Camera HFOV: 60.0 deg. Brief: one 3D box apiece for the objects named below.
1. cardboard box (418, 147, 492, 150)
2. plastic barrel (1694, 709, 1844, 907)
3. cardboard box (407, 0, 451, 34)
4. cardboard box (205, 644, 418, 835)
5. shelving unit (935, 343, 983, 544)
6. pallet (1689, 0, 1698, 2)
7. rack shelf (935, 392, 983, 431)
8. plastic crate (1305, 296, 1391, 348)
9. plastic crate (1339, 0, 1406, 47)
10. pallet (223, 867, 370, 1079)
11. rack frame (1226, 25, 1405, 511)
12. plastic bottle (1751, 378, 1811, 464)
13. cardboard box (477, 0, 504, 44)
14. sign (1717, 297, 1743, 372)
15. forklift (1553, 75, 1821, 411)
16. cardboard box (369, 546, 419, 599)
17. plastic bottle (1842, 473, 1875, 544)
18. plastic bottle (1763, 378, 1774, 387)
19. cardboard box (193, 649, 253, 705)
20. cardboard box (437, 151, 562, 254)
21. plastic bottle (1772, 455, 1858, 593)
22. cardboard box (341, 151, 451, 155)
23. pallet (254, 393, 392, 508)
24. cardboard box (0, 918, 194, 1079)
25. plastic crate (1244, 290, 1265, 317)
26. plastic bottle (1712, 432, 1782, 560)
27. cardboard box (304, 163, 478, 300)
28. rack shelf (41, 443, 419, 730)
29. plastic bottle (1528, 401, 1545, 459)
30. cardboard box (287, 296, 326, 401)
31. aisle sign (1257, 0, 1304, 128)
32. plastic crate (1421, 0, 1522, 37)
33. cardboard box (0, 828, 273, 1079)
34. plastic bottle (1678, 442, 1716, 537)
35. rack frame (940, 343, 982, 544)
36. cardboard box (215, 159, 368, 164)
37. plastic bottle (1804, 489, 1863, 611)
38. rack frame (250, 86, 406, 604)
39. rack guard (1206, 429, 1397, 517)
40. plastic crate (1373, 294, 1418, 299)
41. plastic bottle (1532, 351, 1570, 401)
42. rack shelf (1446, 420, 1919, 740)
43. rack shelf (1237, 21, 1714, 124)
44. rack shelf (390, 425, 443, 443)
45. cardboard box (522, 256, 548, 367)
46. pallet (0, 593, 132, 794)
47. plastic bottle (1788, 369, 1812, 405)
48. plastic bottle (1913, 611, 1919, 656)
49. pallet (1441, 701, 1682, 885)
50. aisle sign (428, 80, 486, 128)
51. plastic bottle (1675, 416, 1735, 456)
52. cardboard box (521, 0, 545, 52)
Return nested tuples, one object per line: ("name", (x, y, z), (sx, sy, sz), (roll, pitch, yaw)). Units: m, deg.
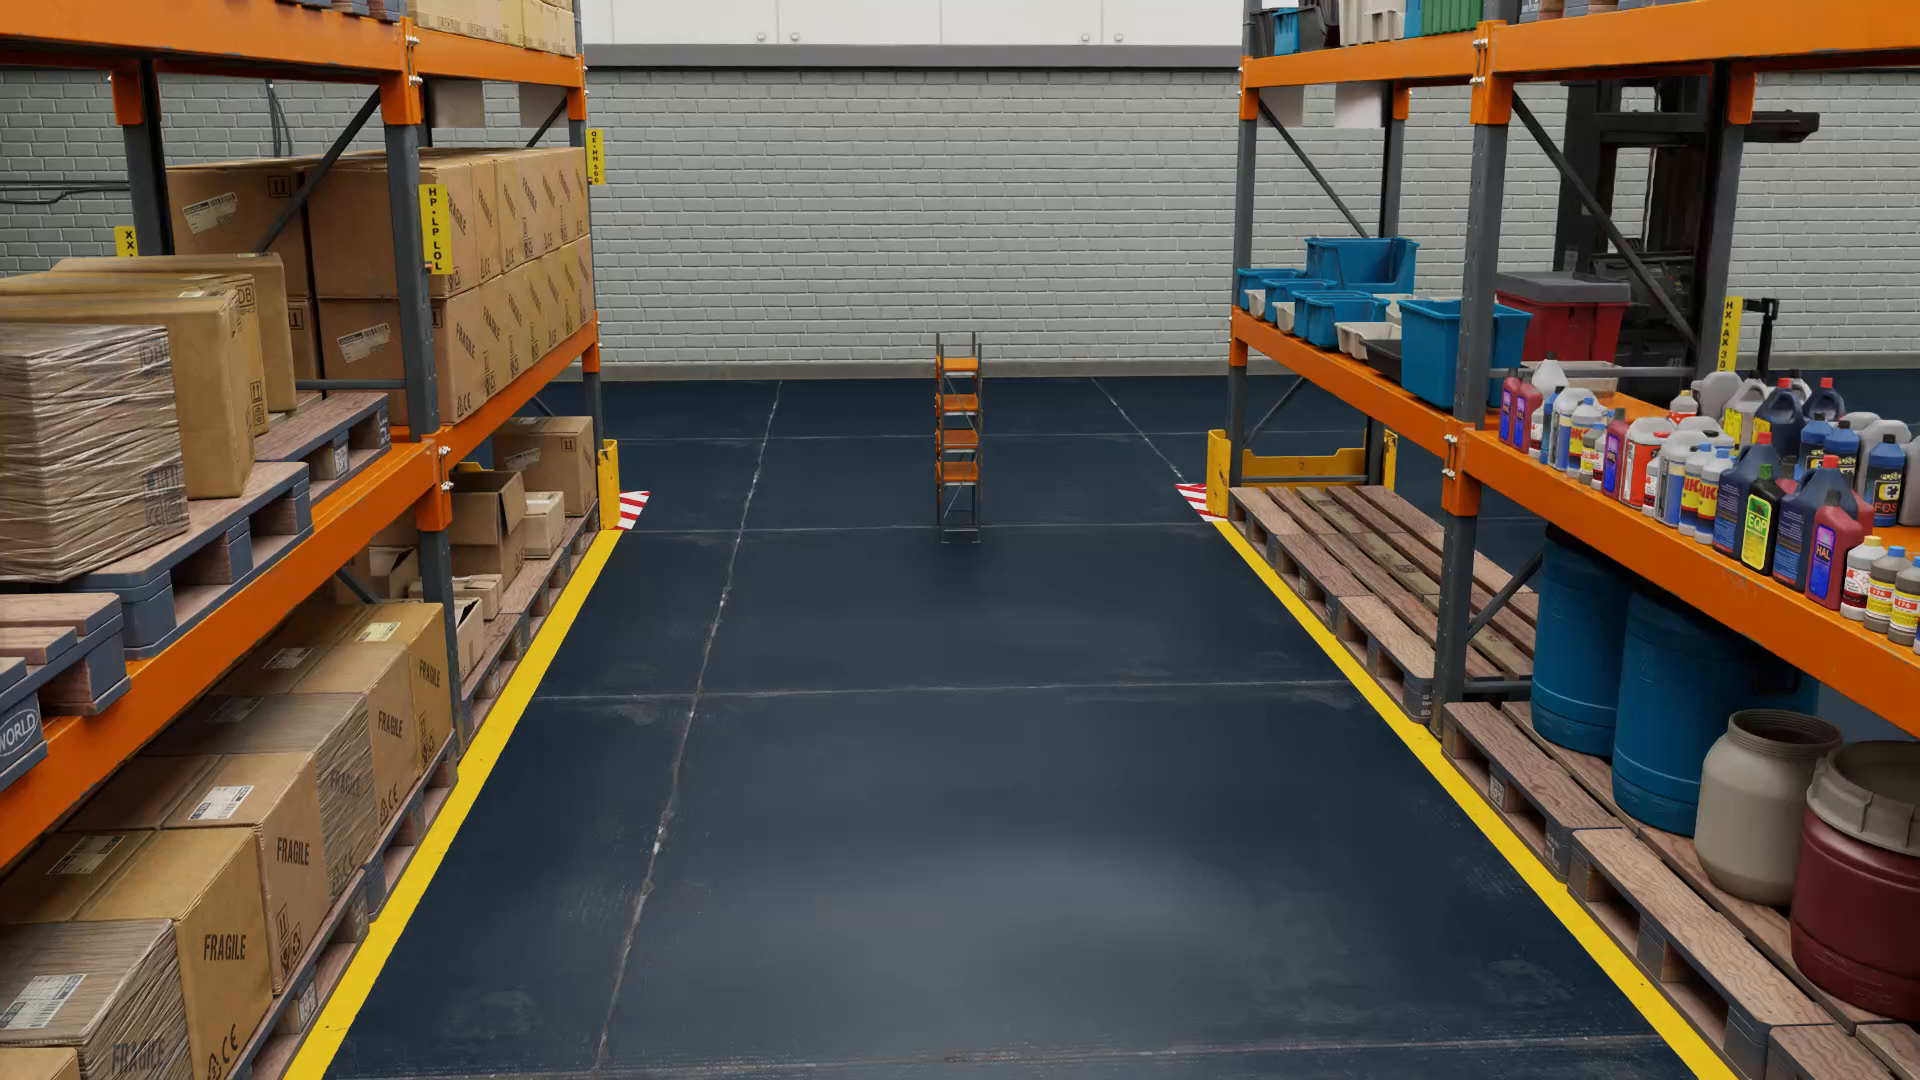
("cardboard box", (-2.969, -1.988, 9.524), (0.500, 0.500, 0.500), (0, 14, -2))
("plastic barrel", (2.465, 0.805, 5.028), (0.421, 0.512, 0.421), (0, 14, 0))
("cardboard box", (-2.269, -2.079, 6.369), (0.500, 0.250, 0.500), (-1, 14, -3))
("cardboard box", (-2.147, 0.664, 5.558), (0.500, 0.500, 0.500), (-1, 14, -3))
("shelving unit", (-0.010, -0.622, 10.035), (0.258, 1.200, 0.499), (-1, 14, -3))
("pallet", (2.678, -1.536, 4.335), (1.003, 0.211, 1.213), (-1, 14, -3))
("rack shelf", (-0.010, -0.774, 9.998), (0.258, 0.148, 0.480), (-1, 14, -3))
("plastic crate", (1.998, -1.124, 8.592), (0.416, 0.233, 0.300), (-1, 14, -3))
("plastic crate", (2.040, -2.484, 7.880), (0.437, 0.282, 0.530), (-1, 14, -3))
("pallet", (-2.319, 1.282, 4.621), (1.003, 0.211, 1.213), (-1, 14, -3))
("rack frame", (2.211, -1.645, 10.399), (1.000, 3.000, 0.127), (-1, 14, -3))
("plastic bottle", (2.710, -0.354, 5.483), (0.144, 0.351, 0.185), (-1, 14, -3))
("cardboard box", (-2.325, -2.328, 7.336), (0.500, 0.250, 0.500), (-1, 14, -3))
("sign", (3.008, -0.792, 6.530), (0.100, 0.325, 0.005), (-1, 14, -3))
("forklift", (4.556, -1.647, 10.545), (1.130, 2.935, 3.031), (-5, 15, -18))
("cardboard box", (-2.850, 0.191, 7.778), (0.500, 0.311, 0.500), (-1, 14, -3))
("plastic bottle", (2.317, -0.025, 4.339), (0.061, 0.283, 0.133), (-1, 14, -3))
("plastic bottle", (2.866, -0.444, 5.965), (0.061, 0.283, 0.133), (-1, 14, -3))
("cardboard box", (-2.655, 0.680, 5.499), (0.500, 0.500, 0.500), (-1, 14, -3))
("cardboard box", (-2.362, -1.741, 8.566), (0.500, 0.500, 0.500), (0, 14, -2))
("plastic bottle", (2.216, -0.050, 4.299), (0.144, 0.351, 0.185), (-1, 14, -3))
("cardboard box", (-2.903, -1.733, 8.535), (0.500, 0.500, 0.500), (-1, 14, -3))
("pallet", (-2.545, -0.281, 5.484), (1.003, 0.211, 1.213), (-1, 14, -3))
("cardboard box", (-2.019, 1.170, 3.592), (0.500, 0.500, 0.500), (-1, 14, -5))
("plastic crate", (1.835, -1.399, 9.851), (0.250, 0.136, 0.298), (-1, 14, -3))
("plastic bottle", (2.197, -0.129, 4.607), (0.144, 0.351, 0.185), (-1, 14, -3))
("cardboard box", (-2.234, -1.229, 6.575), (0.500, 0.500, 0.500), (-1, 14, -2))
("rack shelf", (-2.362, 0.142, 4.363), (0.919, 0.052, 3.809), (-1, 14, -3))
("plastic bottle", (2.089, -0.394, 5.938), (0.097, 0.201, 0.097), (0, 14, 0))
("cardboard box", (-2.773, -0.743, 6.695), (0.500, 0.500, 0.500), (-1, 14, -3))
("aisle sign", (1.910, -2.917, 10.127), (0.394, 0.787, 0.004), (-1, 14, -3))
("plastic crate", (2.131, -2.101, 6.577), (0.450, 0.188, 0.662), (-1, 14, -3))
("cardboard box", (-2.250, 1.339, 2.833), (1.136, 0.551, 3.017), (-1, 14, -5))
("plastic bottle", (2.159, -0.149, 4.846), (0.097, 0.271, 0.097), (0, 14, 0))
("rack frame", (0.005, -0.562, 9.801), (0.240, 1.200, 0.015), (-1, 14, -3))
("cardboard box", (-2.810, -1.356, 7.071), (0.500, 0.500, 0.500), (-1, 14, -5))
("plastic bottle", (2.185, 0.023, 4.151), (0.061, 0.283, 0.133), (-1, 14, -3))
("rack frame", (-2.489, -0.574, 6.239), (0.949, 2.616, 0.053), (-1, 14, -3))
("rack guard", (2.196, -0.440, 10.733), (1.175, 0.500, 0.348), (-1, 14, -3))
("plastic crate", (2.442, -1.346, 9.647), (0.396, 0.136, 0.243), (-1, 14, -3))
("plastic bottle", (2.159, -0.524, 6.140), (0.144, 0.351, 0.185), (-1, 14, -3))
("rack shelf", (2.582, 0.196, 4.689), (1.077, 0.370, 4.000), (-1, 14, -3))
("rack shelf", (2.335, -2.252, 8.182), (1.077, 0.370, 4.000), (-1, 14, -3))
("rack shelf", (-2.609, -0.853, 8.229), (0.919, 0.052, 3.809), (-1, 14, -3))
("cardboard box", (-2.342, -1.132, 8.206), (0.500, 0.500, 0.500), (-1, 14, -4))
("pallet", (-2.350, 0.346, 3.048), (1.213, 0.211, 1.003), (-1, 14, -3))
("plastic bottle", (2.842, -0.403, 5.670), (0.144, 0.351, 0.185), (-1, 14, -3))
("plastic bottle", (2.228, 0.130, 3.760), (0.097, 0.271, 0.097), (0, 14, 0))
("pallet", (2.465, 0.893, 6.132), (1.003, 0.211, 1.213), (-1, 14, -3))
("aisle sign", (-3.031, -2.841, 9.830), (0.394, 0.787, 0.004), (-1, 14, -3))
("plastic bottle", (2.316, -0.241, 5.192), (0.152, 0.276, 0.135), (-1, 14, -3))
("cardboard box", (-2.374, -2.577, 8.303), (0.500, 0.250, 0.500), (-1, 14, -3))
